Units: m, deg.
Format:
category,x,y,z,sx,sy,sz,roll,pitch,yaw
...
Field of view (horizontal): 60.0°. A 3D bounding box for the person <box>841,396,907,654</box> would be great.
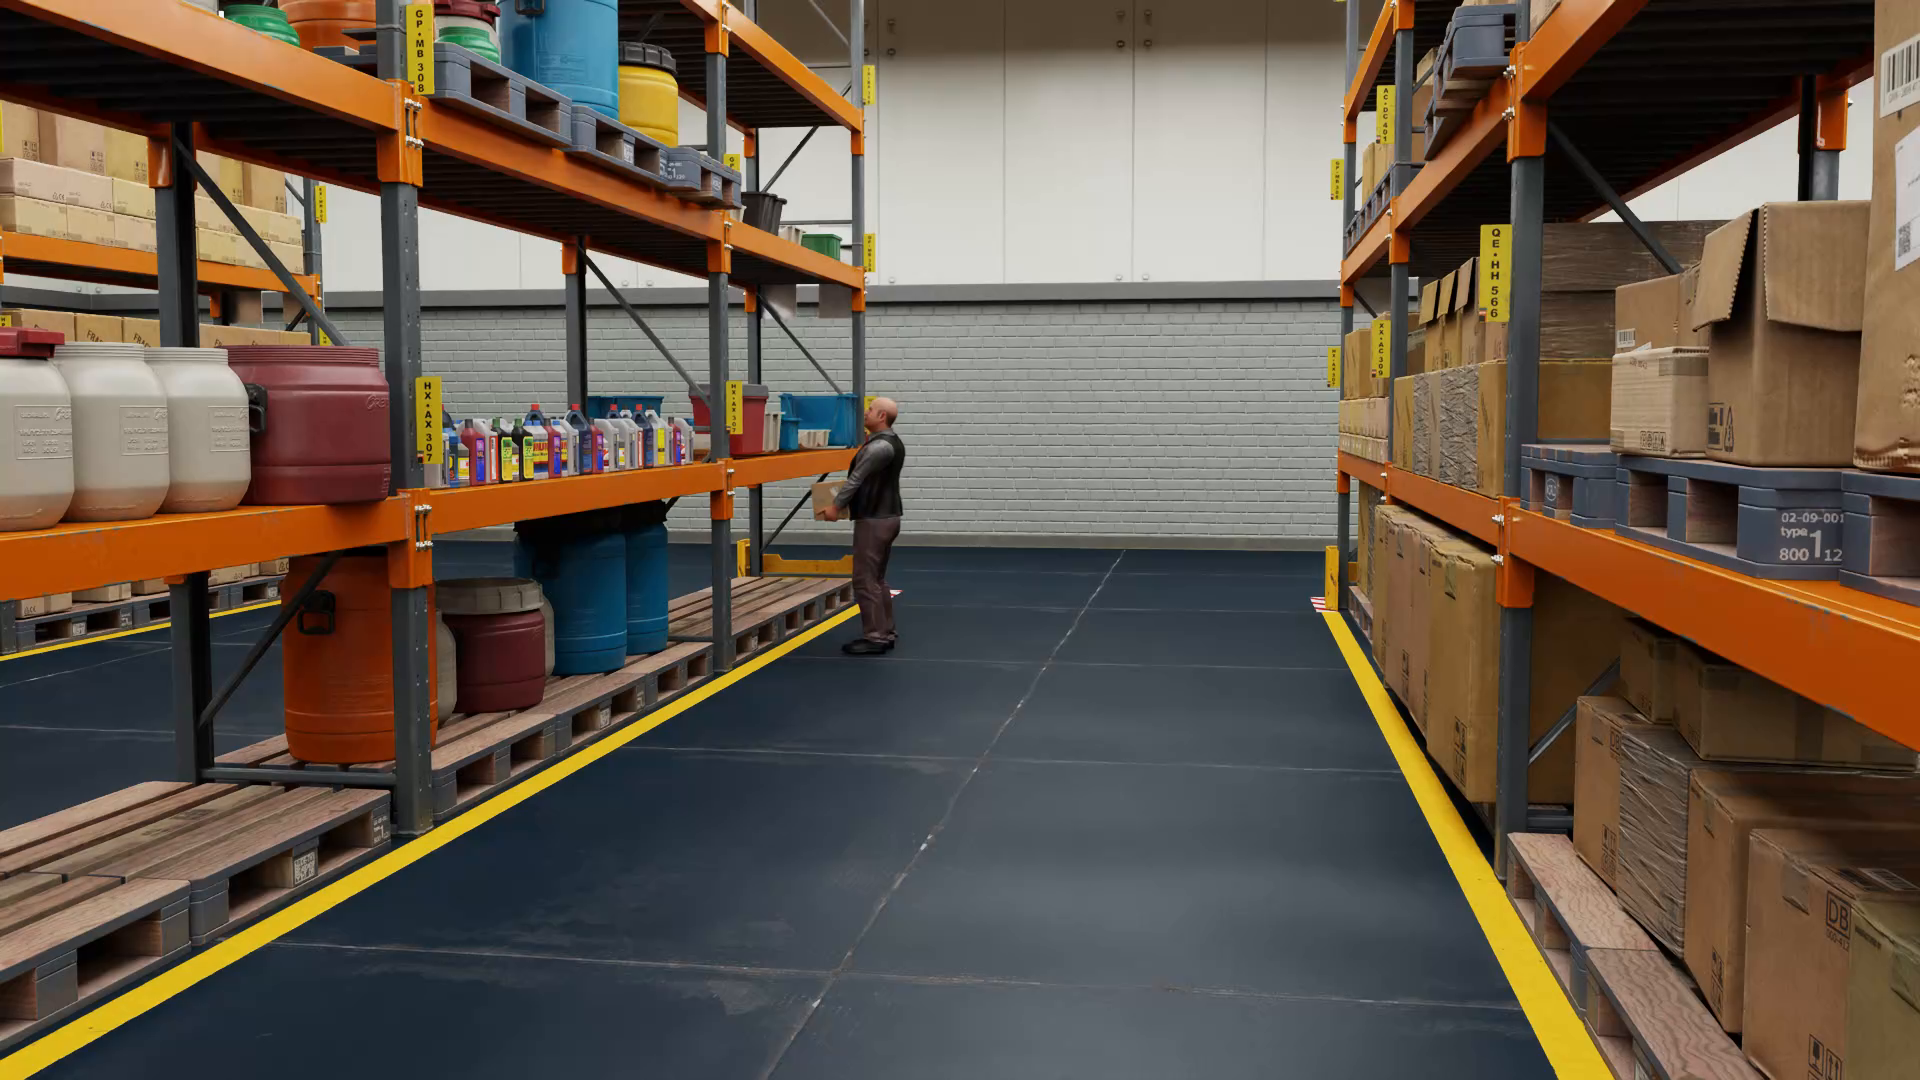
category,x,y,z,sx,sy,sz,roll,pitch,yaw
person,-0.569,-0.106,11.167,0.429,1.719,0.581,0,4,6
